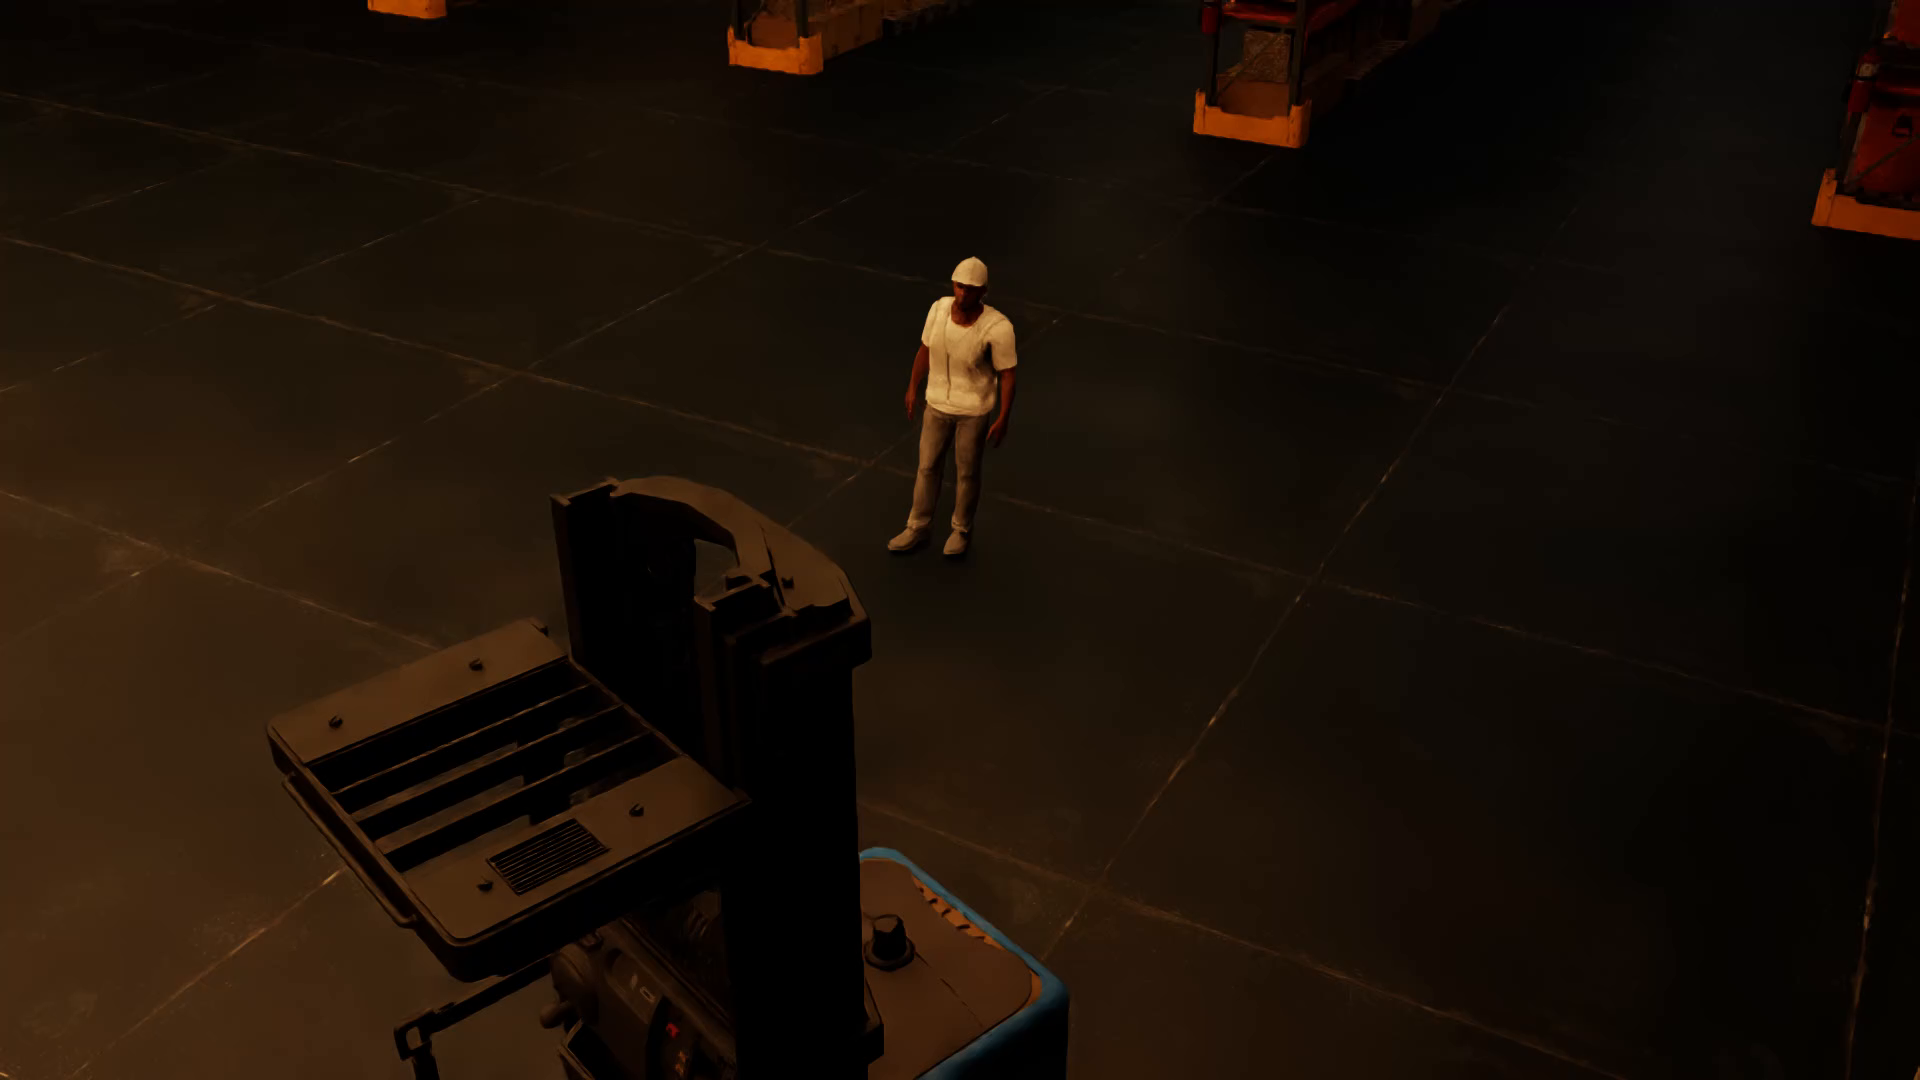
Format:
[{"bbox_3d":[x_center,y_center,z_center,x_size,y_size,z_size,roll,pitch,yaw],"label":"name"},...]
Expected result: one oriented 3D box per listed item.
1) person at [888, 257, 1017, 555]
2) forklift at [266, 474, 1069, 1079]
[{"bbox_3d":[-0.039,-0.742,9.507,0.665,1.766,0.576,15,33,25],"label":"person"},{"bbox_3d":[-1.073,1.404,4.639,3.031,2.935,1.130,-24,37,-35],"label":"forklift"}]
